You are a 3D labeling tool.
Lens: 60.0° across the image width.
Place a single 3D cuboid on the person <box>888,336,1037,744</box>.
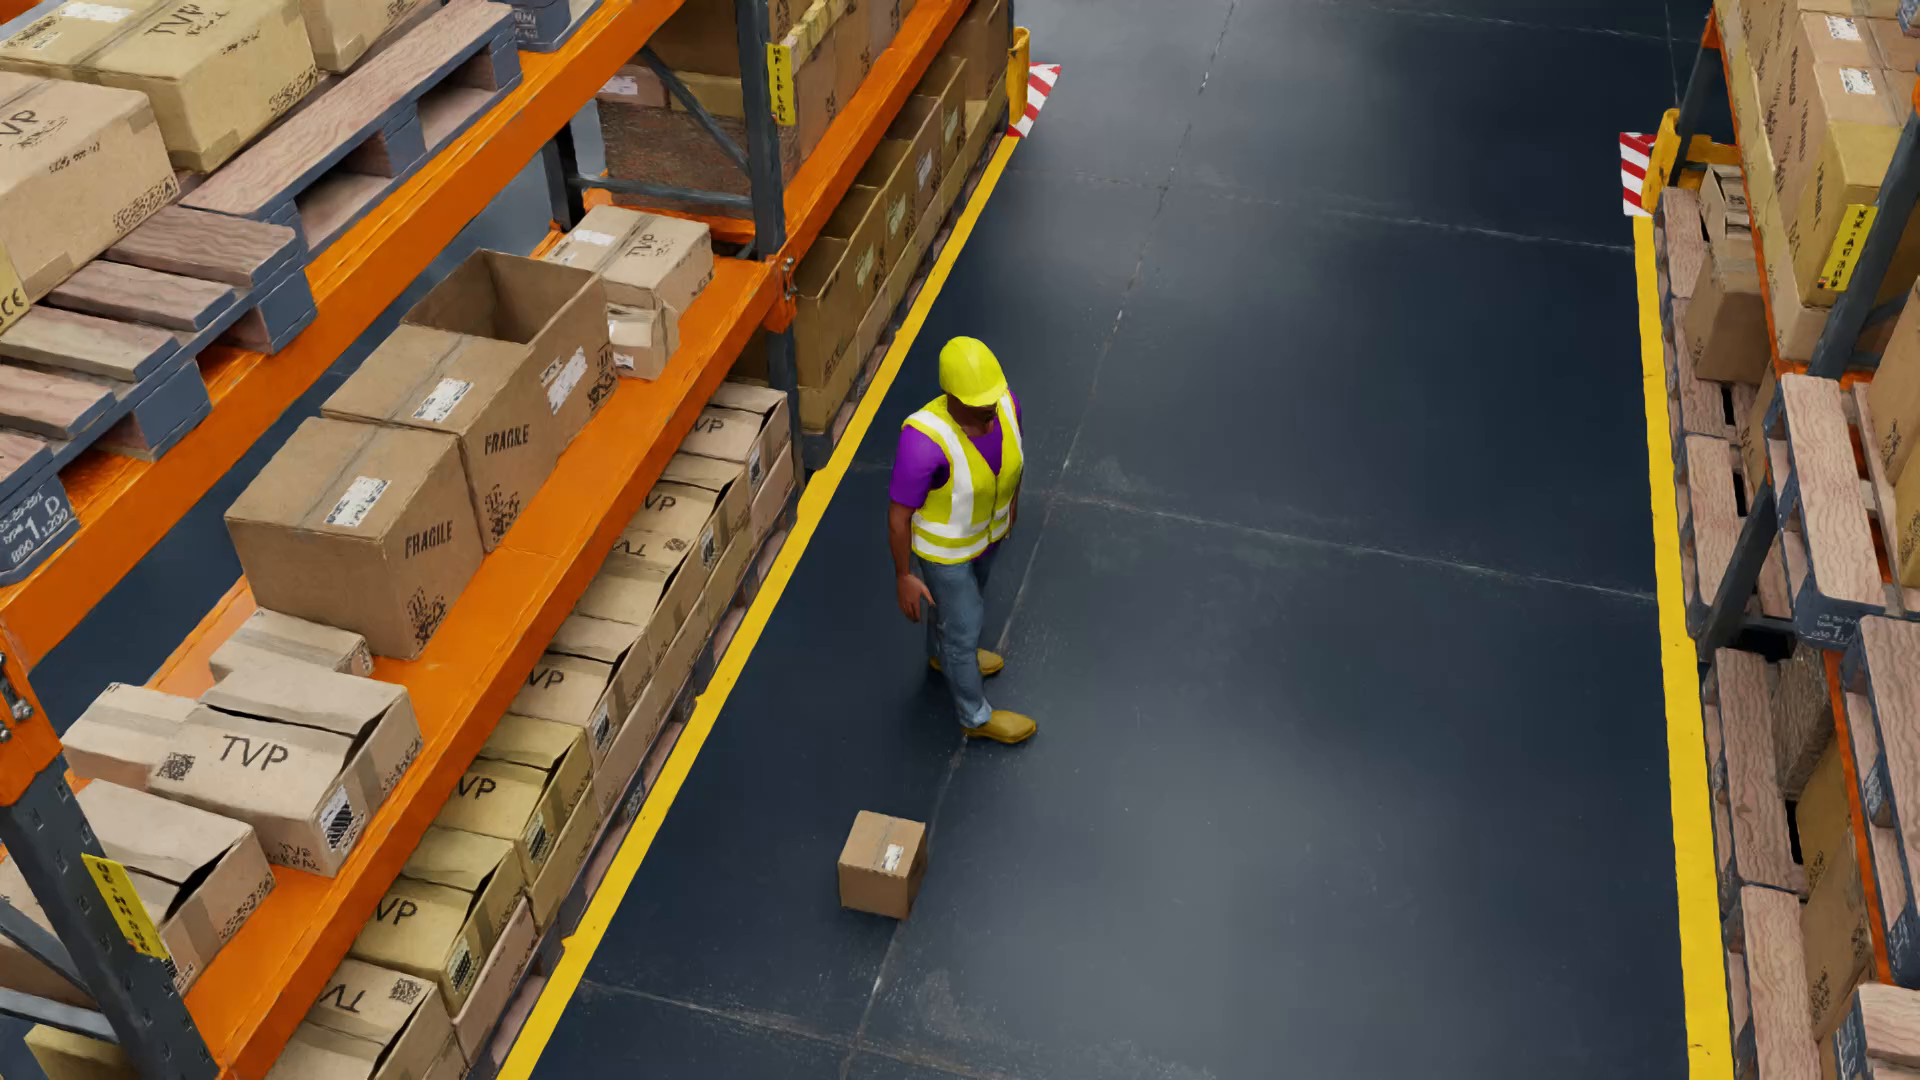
[{"bbox_3d":[0.037,0.018,6.107,0.622,1.765,0.717,27,48,28],"label":"person"}]
